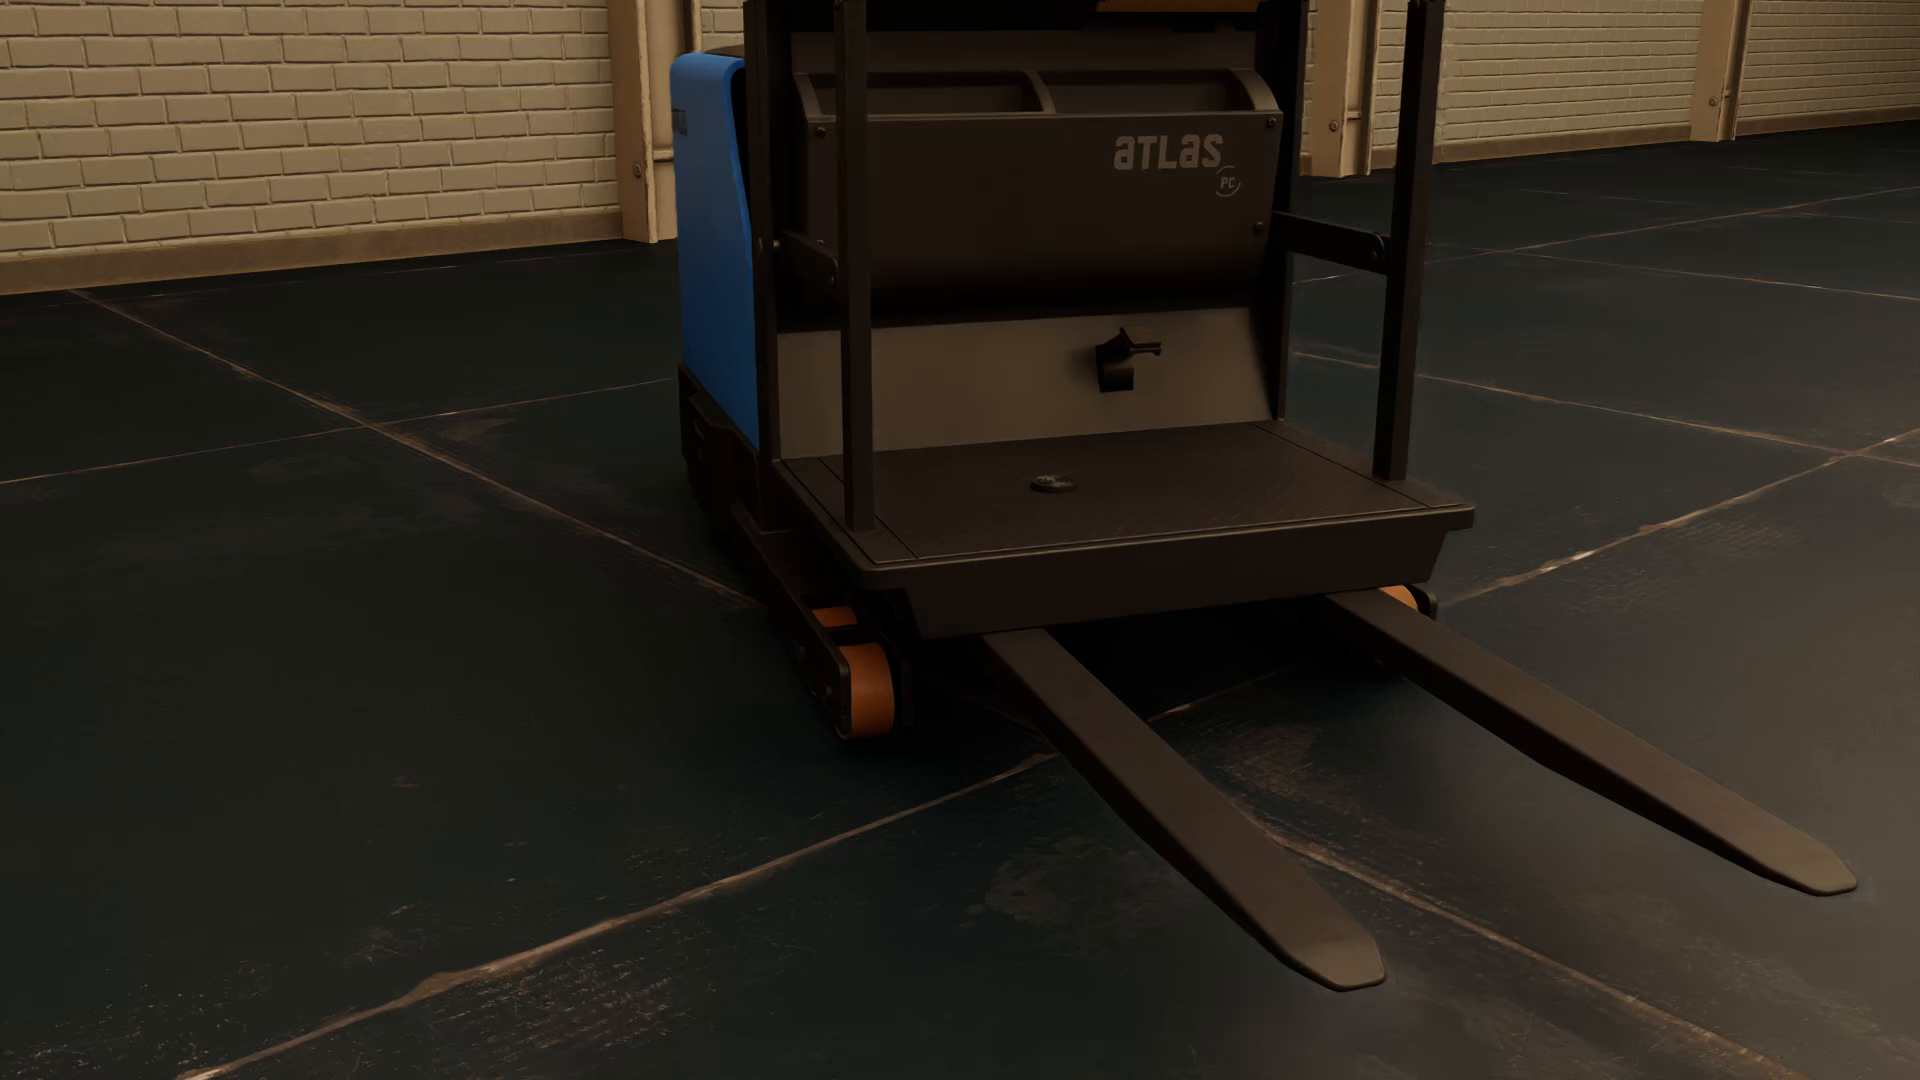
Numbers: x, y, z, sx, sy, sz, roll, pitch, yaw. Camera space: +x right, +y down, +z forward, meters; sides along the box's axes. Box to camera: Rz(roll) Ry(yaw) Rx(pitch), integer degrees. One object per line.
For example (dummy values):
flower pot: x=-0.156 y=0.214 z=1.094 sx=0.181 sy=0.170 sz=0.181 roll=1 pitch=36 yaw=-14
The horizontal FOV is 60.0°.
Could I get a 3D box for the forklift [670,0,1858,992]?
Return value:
forklift: x=0.222 y=-1.197 z=2.767 sx=1.130 sy=2.935 sz=3.031 roll=-6 pitch=18 yaw=-17
